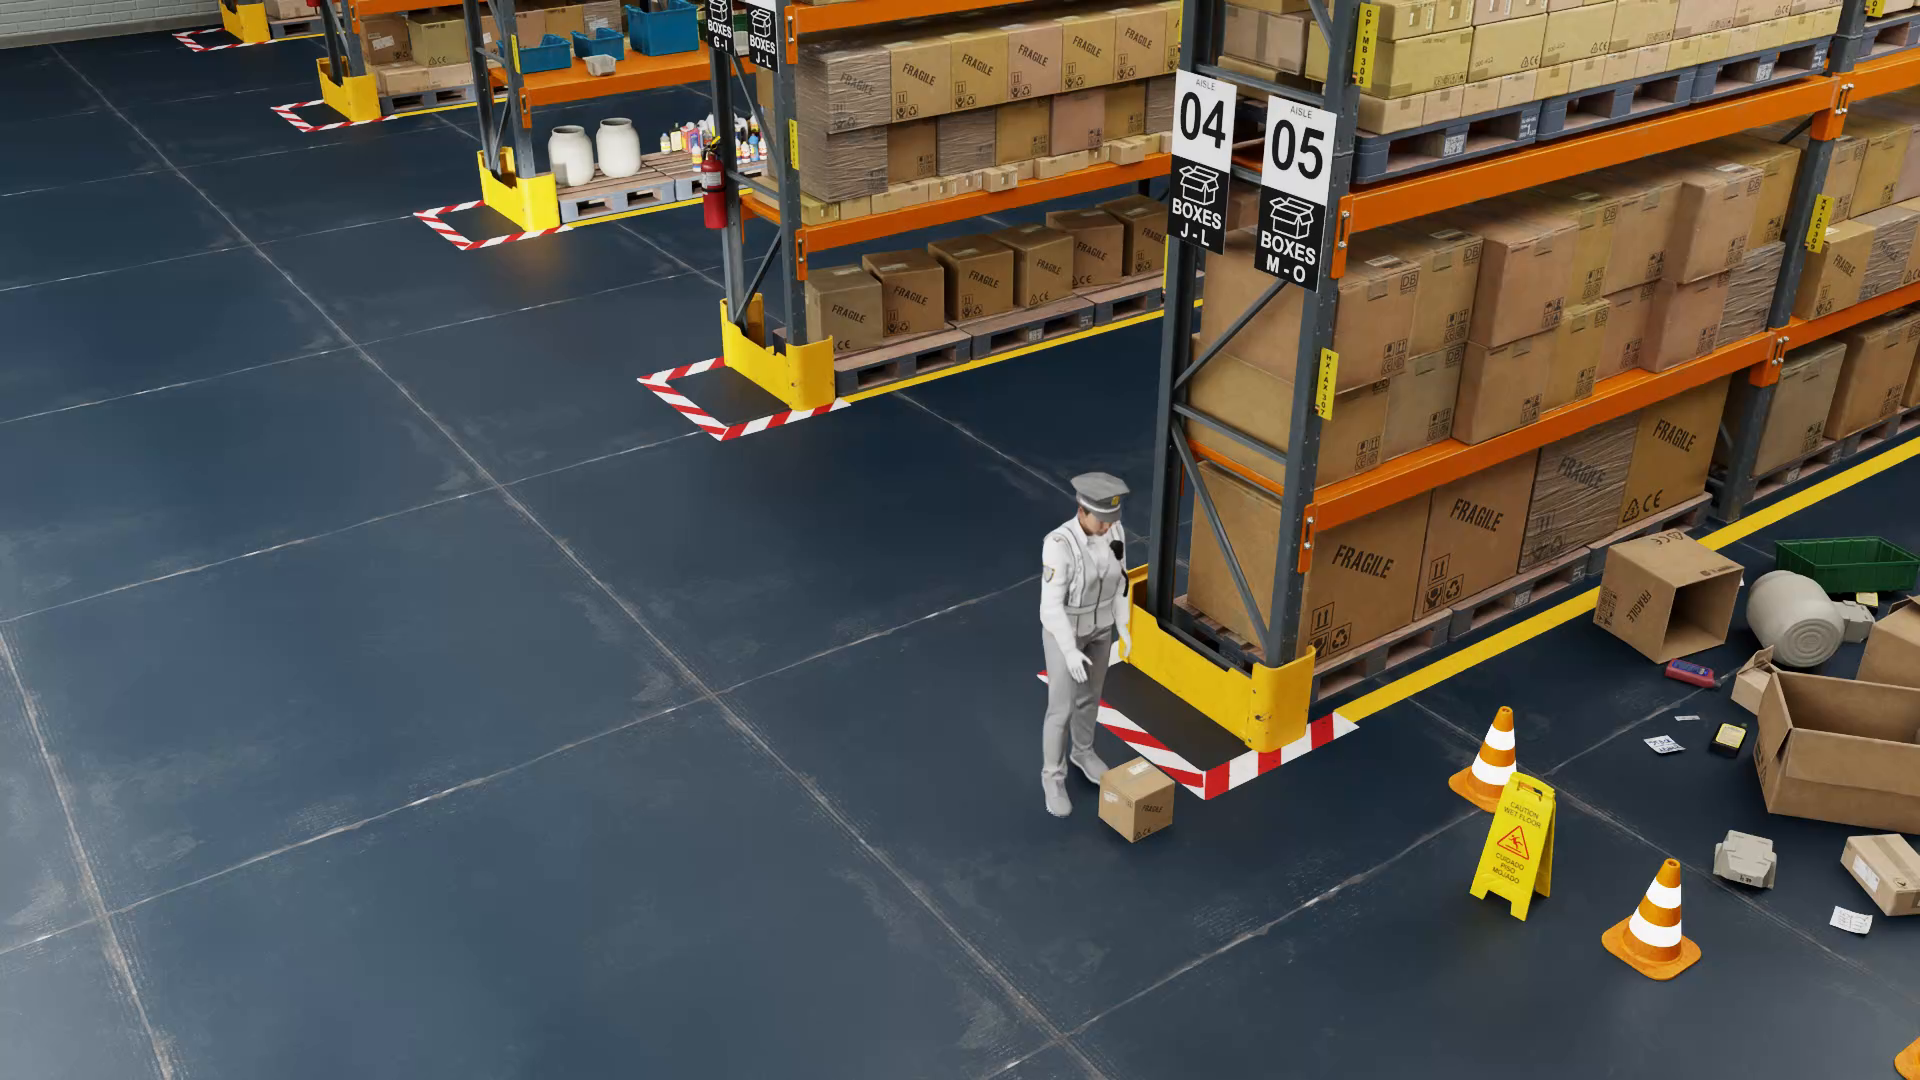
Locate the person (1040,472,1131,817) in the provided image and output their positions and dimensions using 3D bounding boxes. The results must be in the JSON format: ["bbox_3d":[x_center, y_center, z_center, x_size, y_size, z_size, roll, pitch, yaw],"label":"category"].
[{"bbox_3d":[0.575,0.459,7.794,0.523,1.692,0.423,-19,34,-30],"label":"person"}]
